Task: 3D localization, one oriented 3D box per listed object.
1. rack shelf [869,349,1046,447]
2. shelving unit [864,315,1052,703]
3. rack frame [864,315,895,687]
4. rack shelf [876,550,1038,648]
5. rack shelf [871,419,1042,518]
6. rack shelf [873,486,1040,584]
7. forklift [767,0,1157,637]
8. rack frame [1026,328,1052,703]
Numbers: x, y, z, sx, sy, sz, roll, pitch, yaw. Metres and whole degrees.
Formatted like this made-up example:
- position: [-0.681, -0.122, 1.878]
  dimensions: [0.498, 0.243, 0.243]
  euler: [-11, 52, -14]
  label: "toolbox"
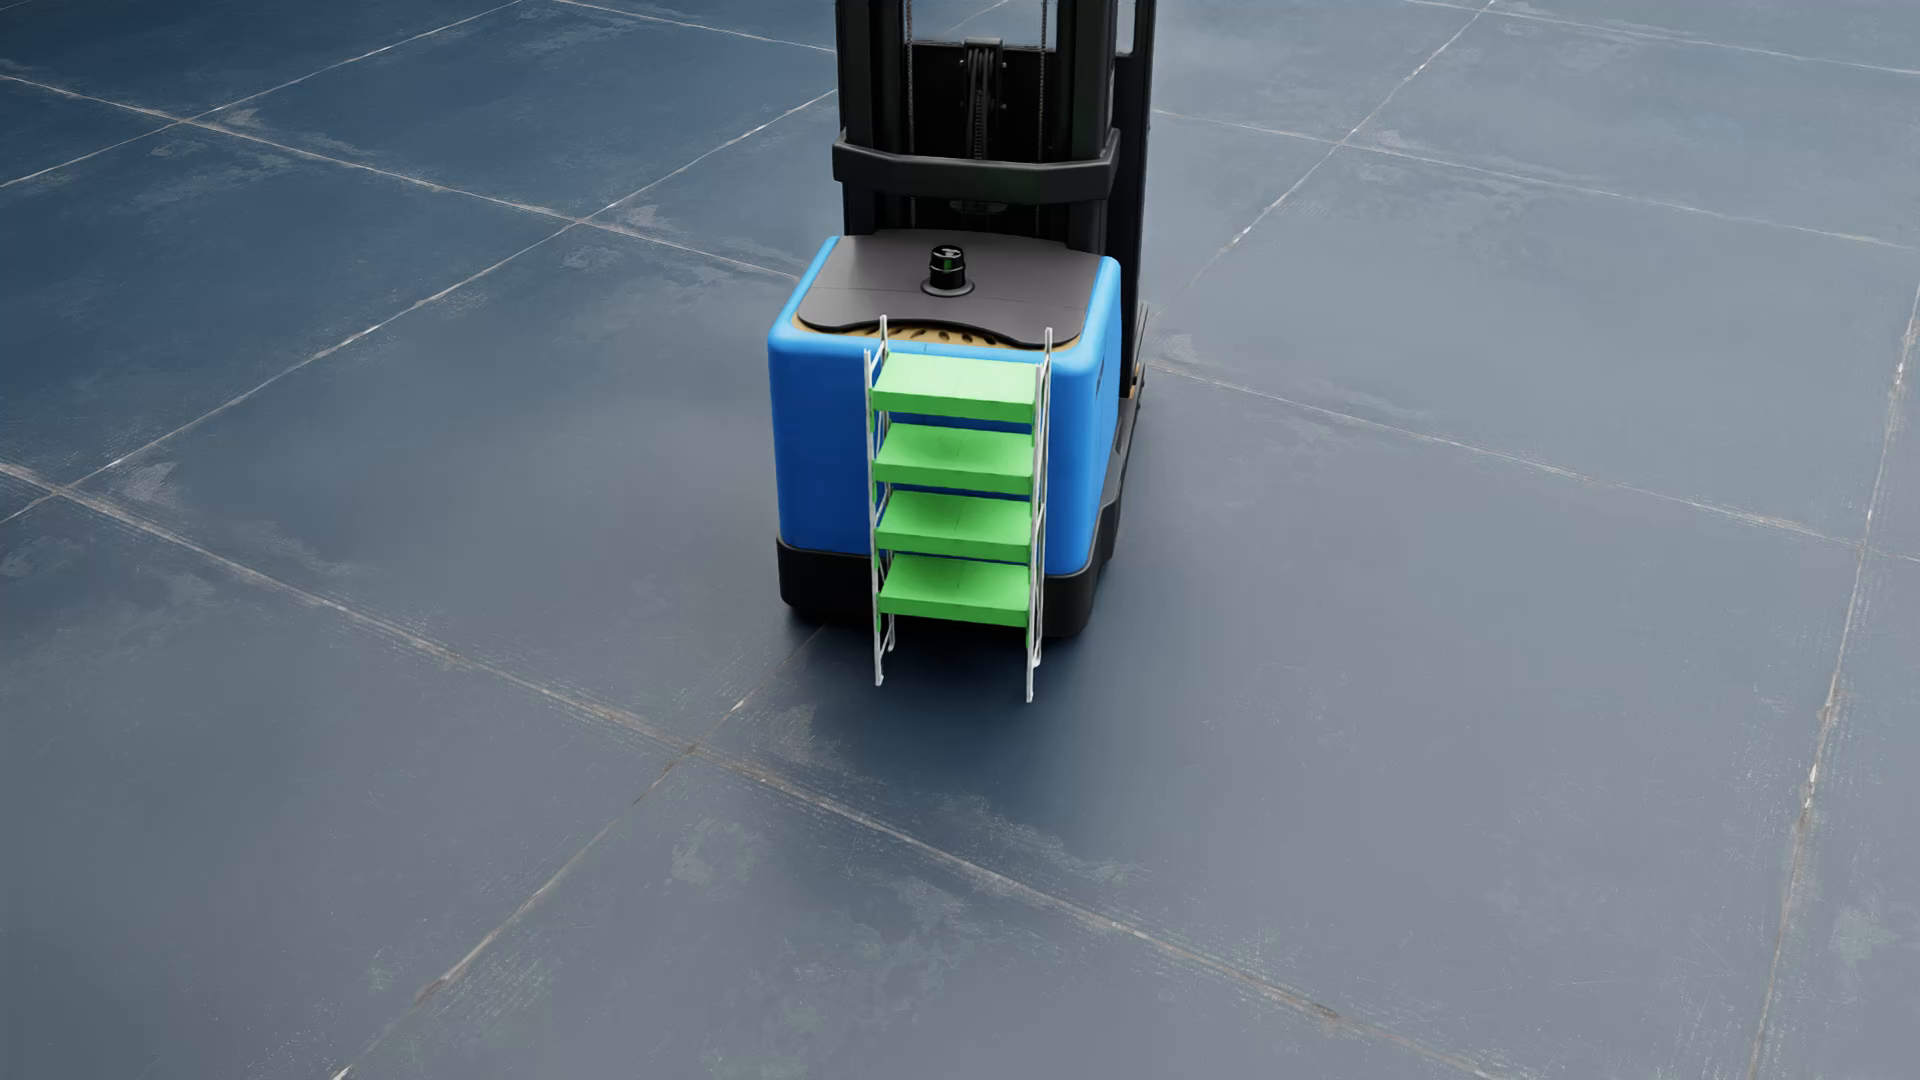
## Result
- position: [-0.003, -0.417, 4.844]
  dimensions: [0.480, 0.148, 0.258]
  euler: [6, 34, 8]
  label: "rack shelf"
- position: [-0.003, -0.070, 5.074]
  dimensions: [0.503, 1.200, 0.258]
  euler: [6, 34, 8]
  label: "shelving unit"
- position: [-0.243, -0.094, 5.109]
  dimensions: [0.015, 1.200, 0.240]
  euler: [6, 34, 8]
  label: "rack frame"
- position: [-0.003, 0.182, 5.243]
  dimensions: [0.480, 0.148, 0.258]
  euler: [6, 34, 8]
  label: "rack shelf"
- position: [-0.003, -0.217, 4.977]
  dimensions: [0.480, 0.148, 0.258]
  euler: [6, 34, 8]
  label: "rack shelf"
- position: [-0.003, -0.017, 5.110]
  dimensions: [0.480, 0.148, 0.258]
  euler: [6, 34, 8]
  label: "rack shelf"
- position: [0.162, -1.709, 5.973]
  dimensions: [1.130, 2.935, 3.031]
  euler: [6, 34, 9]
  label: "forklift"
- position: [0.237, -0.047, 5.039]
  dimensions: [0.015, 1.200, 0.240]
  euler: [6, 34, 8]
  label: "rack frame"
